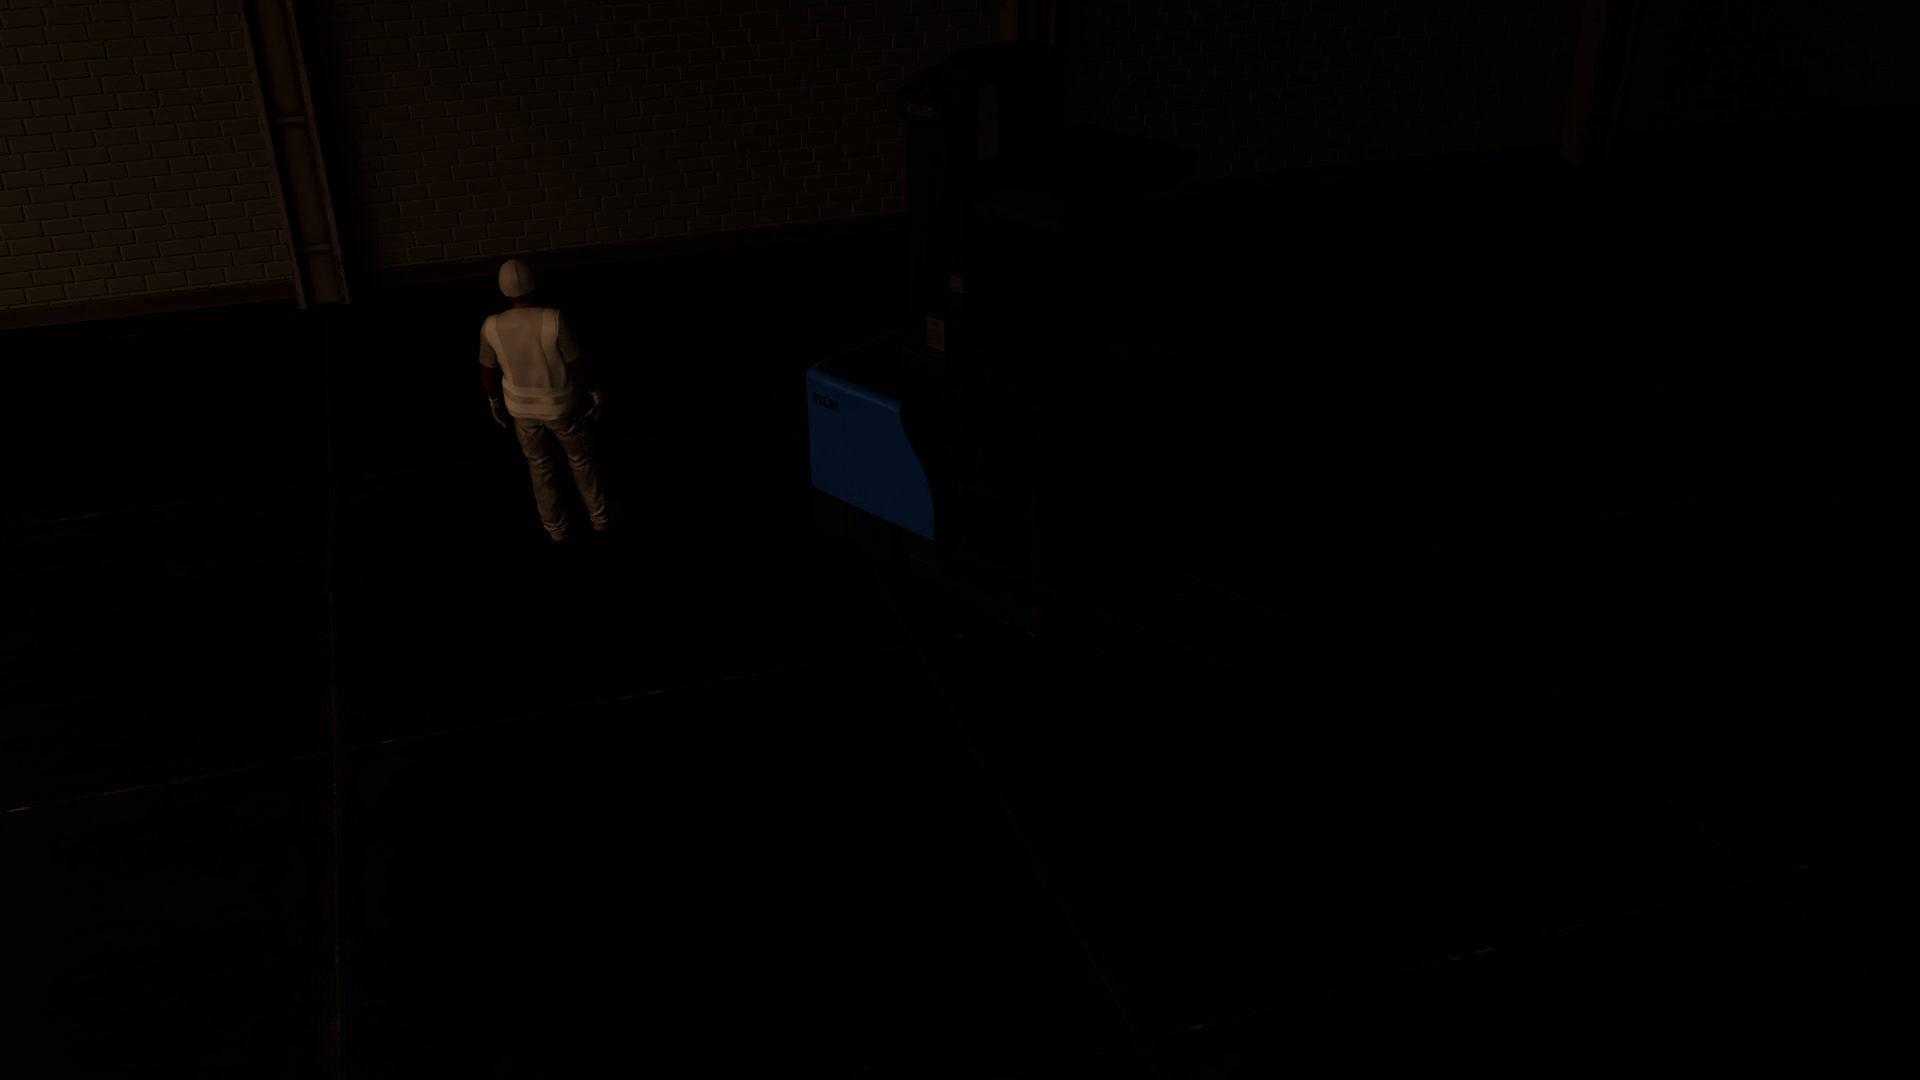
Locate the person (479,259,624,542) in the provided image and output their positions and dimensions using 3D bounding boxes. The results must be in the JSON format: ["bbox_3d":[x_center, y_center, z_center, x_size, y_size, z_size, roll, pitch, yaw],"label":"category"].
[{"bbox_3d":[-2.394,-0.827,9.661,0.656,1.781,0.579,0,30,0],"label":"person"}]

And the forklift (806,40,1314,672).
[{"bbox_3d":[0.532,-1.035,8.887,3.031,2.935,1.130,24,37,35],"label":"forklift"}]
